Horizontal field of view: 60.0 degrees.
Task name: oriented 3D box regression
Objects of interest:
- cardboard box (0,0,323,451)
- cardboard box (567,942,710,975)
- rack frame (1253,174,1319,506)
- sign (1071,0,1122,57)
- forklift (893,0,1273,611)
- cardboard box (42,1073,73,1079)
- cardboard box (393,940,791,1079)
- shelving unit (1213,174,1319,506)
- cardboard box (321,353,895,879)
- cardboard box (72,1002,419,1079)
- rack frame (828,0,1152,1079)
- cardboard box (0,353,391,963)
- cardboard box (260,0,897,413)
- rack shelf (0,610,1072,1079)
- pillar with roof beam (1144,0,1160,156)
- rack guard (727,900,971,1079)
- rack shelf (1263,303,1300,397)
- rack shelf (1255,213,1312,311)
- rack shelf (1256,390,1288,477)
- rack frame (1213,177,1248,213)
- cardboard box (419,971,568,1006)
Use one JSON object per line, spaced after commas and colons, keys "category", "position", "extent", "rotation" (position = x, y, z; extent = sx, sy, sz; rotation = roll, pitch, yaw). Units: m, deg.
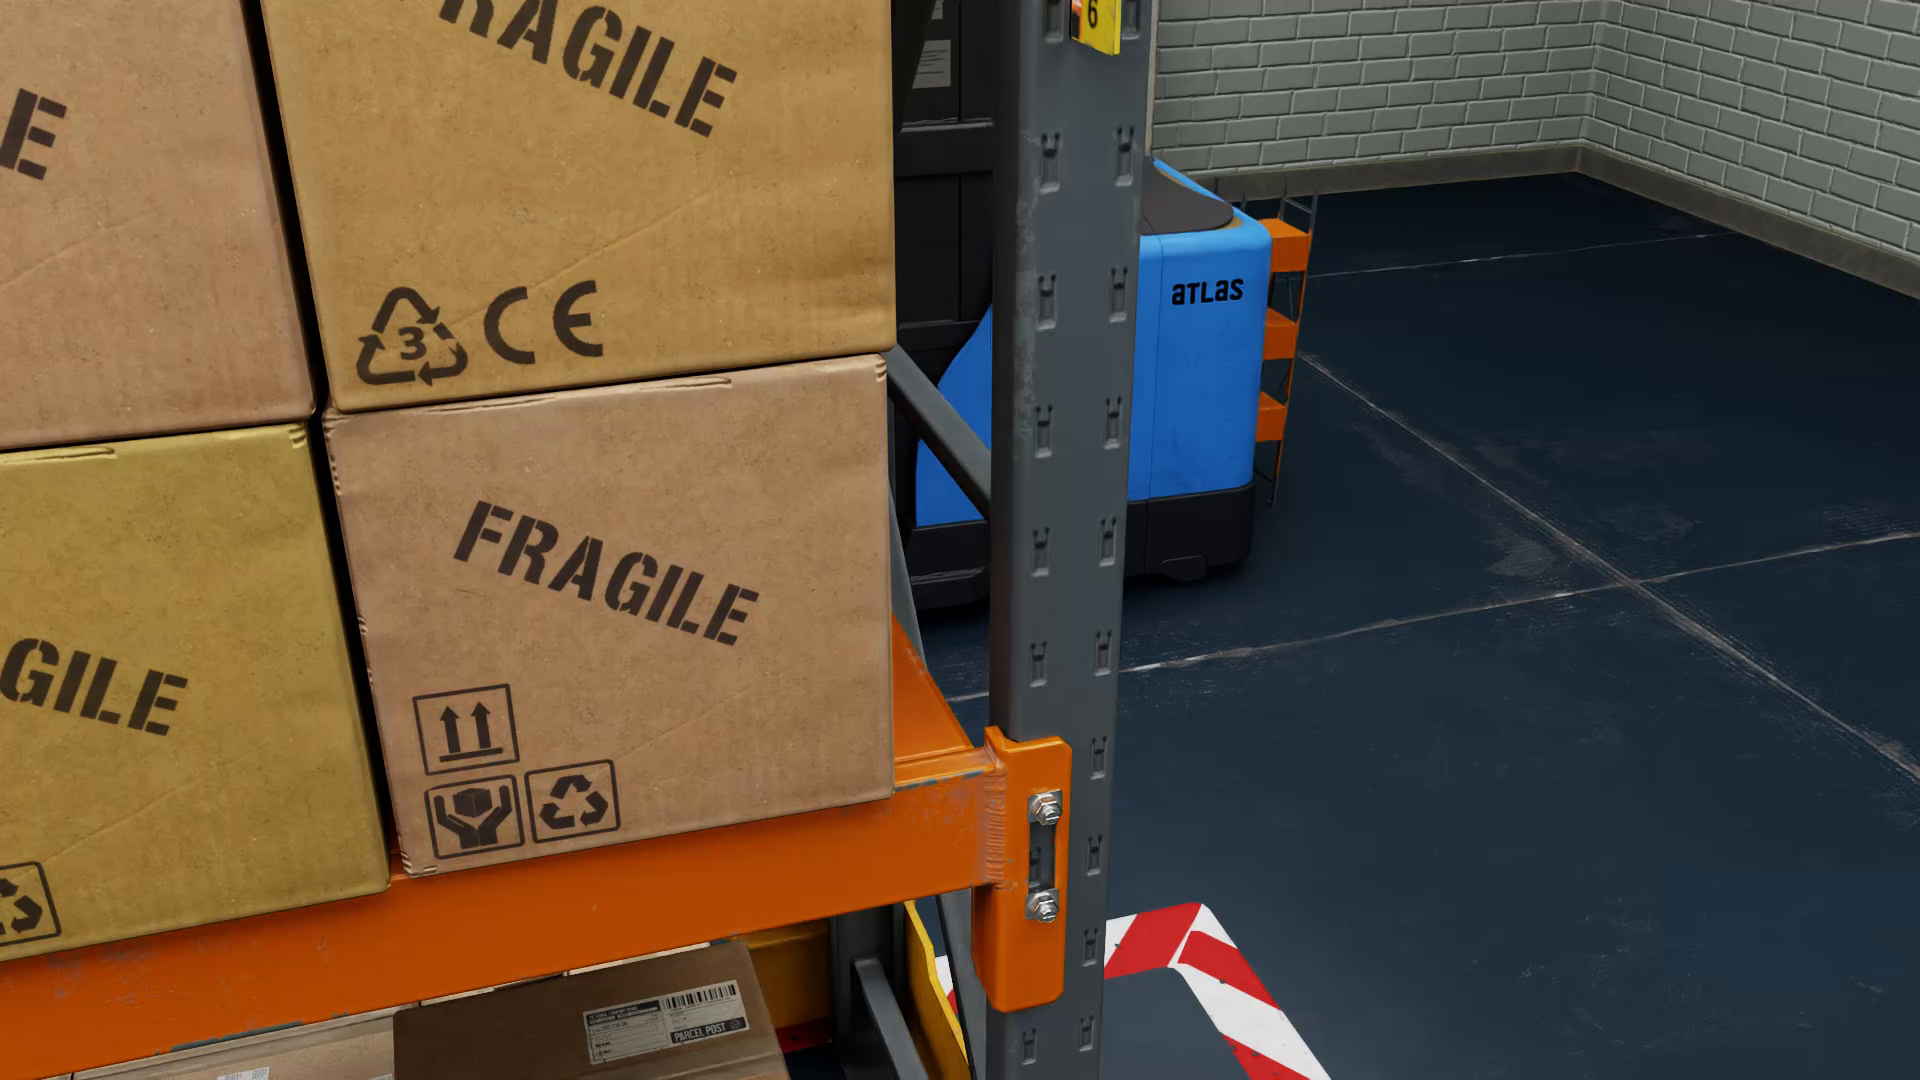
{"category": "cardboard box", "position": [-0.854, -0.399, 1.443], "extent": [0.500, 0.500, 0.500], "rotation": [-7, 27, -15]}
{"category": "cardboard box", "position": [-0.540, 0.839, 2.899], "extent": [0.250, 0.149, 0.380], "rotation": [-8, 28, -16]}
{"category": "rack frame", "position": [1.024, -0.626, 5.331], "extent": [0.008, 1.050, 0.200], "rotation": [-6, 27, -19]}
{"category": "sign", "position": [0.117, -0.576, 1.380], "extent": [0.005, 0.325, 0.100], "rotation": [-8, 28, -16]}
{"category": "forklift", "position": [-0.694, -1.235, 4.442], "extent": [3.031, 2.935, 1.130], "rotation": [-7, 27, -14]}
{"category": "cardboard box", "position": [-1.591, 0.973, 2.513], "extent": [0.500, 0.250, 0.500], "rotation": [-8, 28, -16]}
{"category": "cardboard box", "position": [-0.476, 0.948, 2.284], "extent": [0.500, 0.500, 0.500], "rotation": [-8, 28, -16]}
{"category": "shelving unit", "position": [0.909, -0.614, 5.293], "extent": [0.252, 1.050, 0.215], "rotation": [-6, 27, -19]}
{"category": "cardboard box", "position": [-0.377, -0.022, 1.808], "extent": [0.500, 0.500, 0.500], "rotation": [-7, 27, -15]}
{"category": "cardboard box", "position": [-1.116, 0.905, 2.652], "extent": [0.500, 0.250, 0.500], "rotation": [-8, 28, -16]}
{"category": "rack frame", "position": [-0.036, -0.154, 2.186], "extent": [0.127, 3.000, 1.000], "rotation": [-8, 28, -16]}
{"category": "cardboard box", "position": [-0.869, 0.051, 1.661], "extent": [0.500, 0.500, 0.500], "rotation": [-8, 28, -16]}
{"category": "cardboard box", "position": [-0.374, -0.469, 1.584], "extent": [0.500, 0.500, 0.500], "rotation": [-8, 28, -17]}
{"category": "rack shelf", "position": [-1.937, 0.444, 1.791], "extent": [4.000, 0.370, 1.077], "rotation": [-8, 28, -16]}
{"category": "pillar with roof beam", "position": [2.059, -3.852, 2.889], "extent": [0.400, 9.000, 9.100], "rotation": [-8, 28, -16]}
{"category": "rack guard", "position": [-0.108, 0.976, 2.721], "extent": [0.348, 0.500, 1.175], "rotation": [-8, 28, -16]}
{"category": "rack shelf", "position": [0.908, -0.604, 5.297], "extent": [0.240, 0.259, 0.215], "rotation": [-6, 27, -19]}
{"category": "rack shelf", "position": [0.922, -0.860, 5.175], "extent": [0.240, 0.259, 0.215], "rotation": [-6, 27, -19]}
{"category": "rack shelf", "position": [0.895, -0.354, 5.416], "extent": [0.240, 0.259, 0.215], "rotation": [-6, 27, -19]}
{"category": "rack frame", "position": [0.794, -0.601, 5.254], "extent": [0.008, 1.050, 0.200], "rotation": [-6, 27, -19]}
{"category": "cardboard box", "position": [-0.778, 0.865, 2.826], "extent": [0.250, 0.166, 0.380], "rotation": [-8, 28, -16]}
